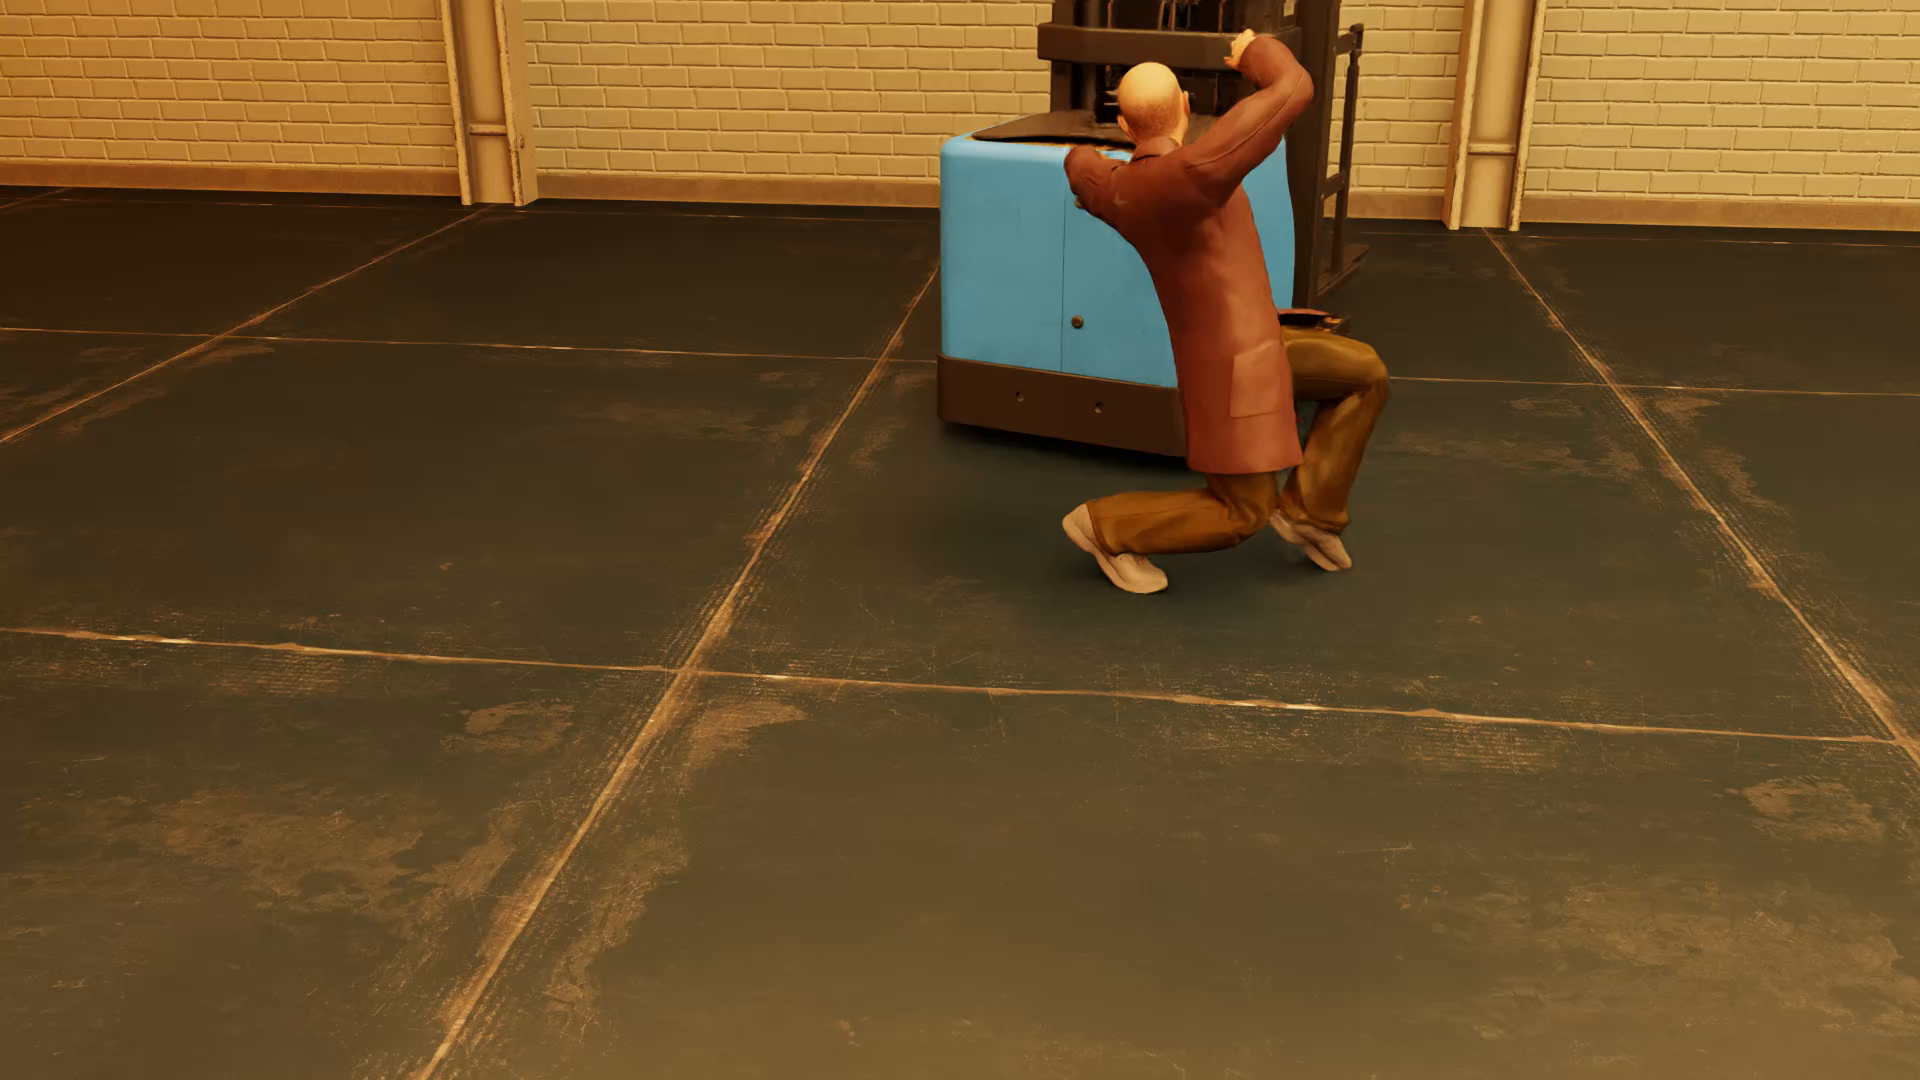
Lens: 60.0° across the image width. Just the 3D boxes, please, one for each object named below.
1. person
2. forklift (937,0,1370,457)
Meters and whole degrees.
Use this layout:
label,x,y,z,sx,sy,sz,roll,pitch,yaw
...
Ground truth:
label,x,y,z,sx,sy,sz,roll,pitch,yaw
person,0.766,-0.682,4.861,0.930,1.565,1.153,0,22,0
forklift,1.030,-2.154,6.603,1.130,2.935,3.031,11,24,25
